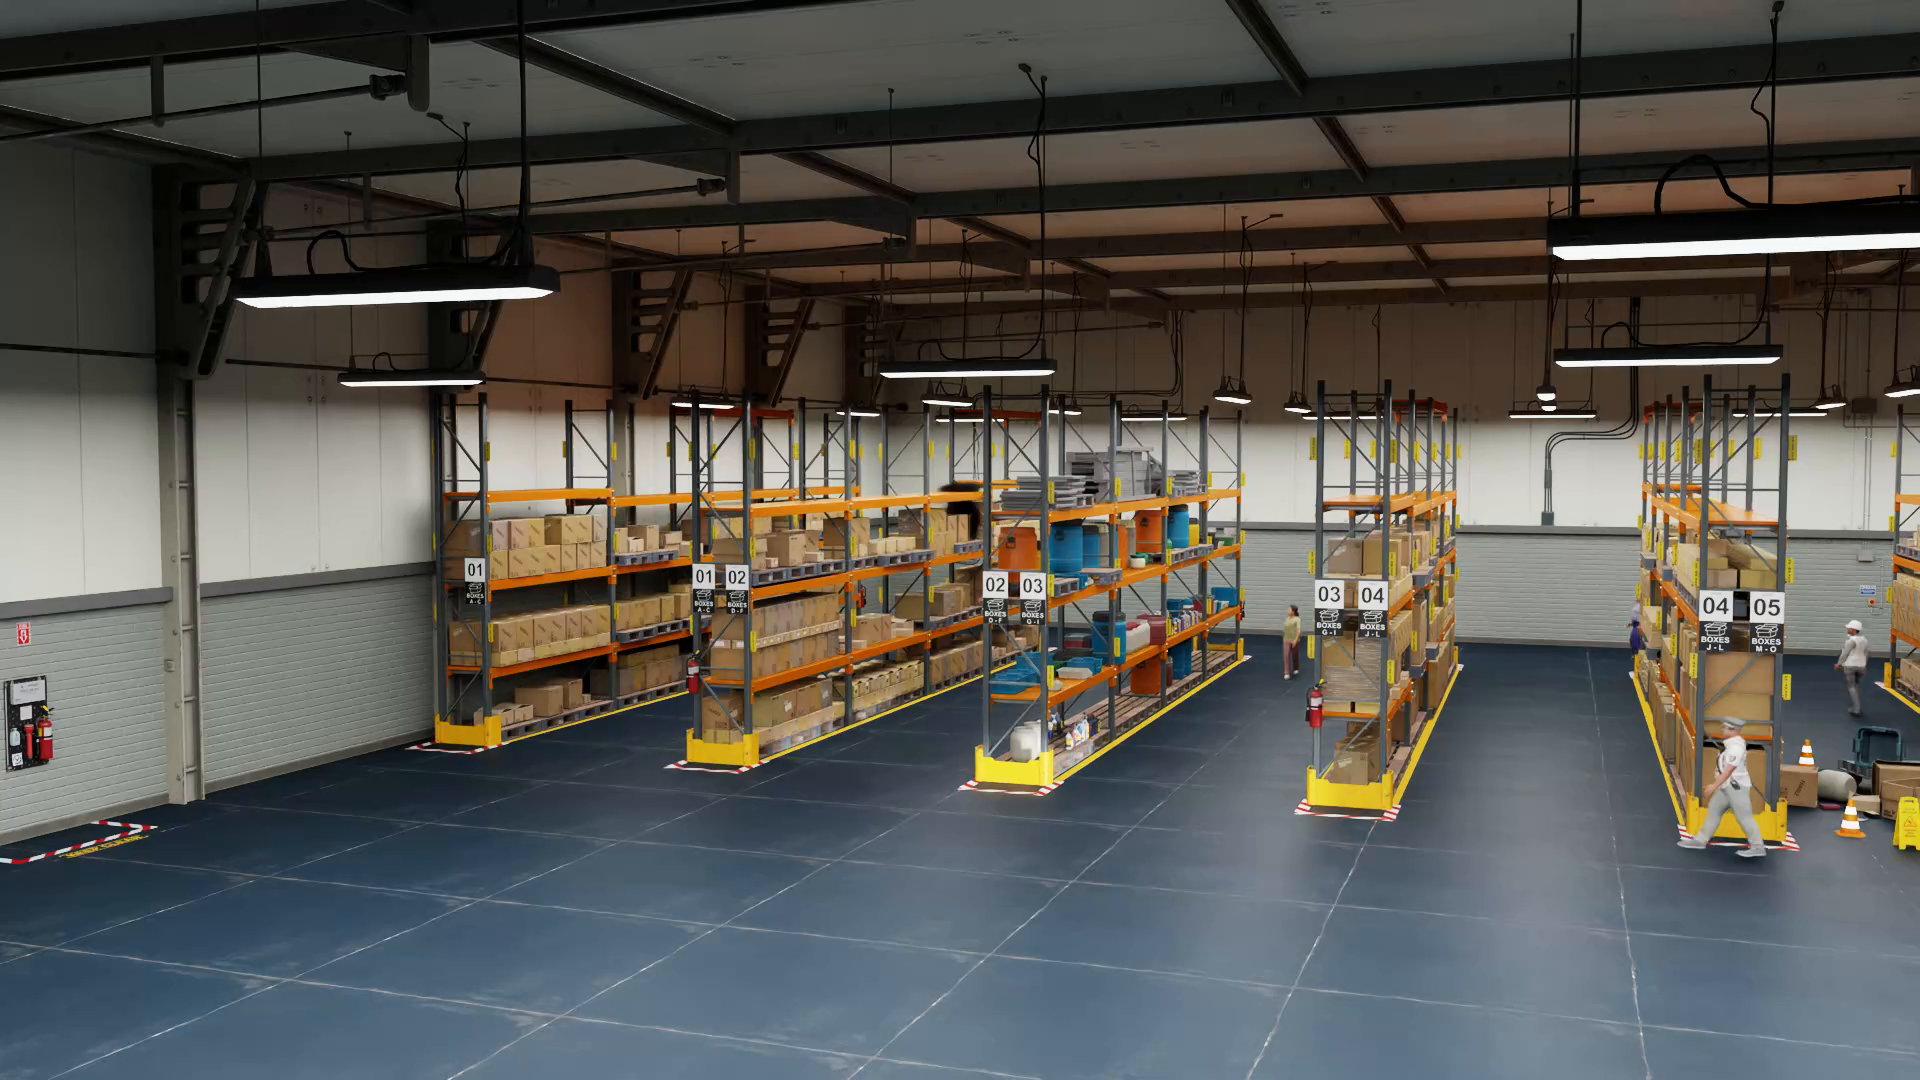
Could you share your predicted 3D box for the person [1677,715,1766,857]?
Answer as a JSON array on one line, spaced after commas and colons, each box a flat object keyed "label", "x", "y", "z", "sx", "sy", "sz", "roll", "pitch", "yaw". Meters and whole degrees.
[{"label": "person", "x": 9.424, "y": 3.023, "z": 20.513, "sx": 0.958, "sy": 1.727, "sz": 0.570, "roll": 1, "pitch": 3, "yaw": 12}]

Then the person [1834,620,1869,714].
[{"label": "person", "x": 17.003, "y": 2.432, "z": 31.665, "sx": 0.601, "sy": 1.809, "sz": 0.684, "roll": 0, "pitch": 3, "yaw": -1}]

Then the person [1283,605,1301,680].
[{"label": "person", "x": 7.323, "y": 2.241, "z": 36.673, "sx": 0.411, "sy": 1.621, "sz": 1.064, "roll": 1, "pitch": 3, "yaw": 16}]

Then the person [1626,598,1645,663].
[{"label": "person", "x": 16.158, "y": 2.099, "z": 39.586, "sx": 0.588, "sy": 1.674, "sz": 0.503, "roll": 0, "pitch": 3, "yaw": 1}]
